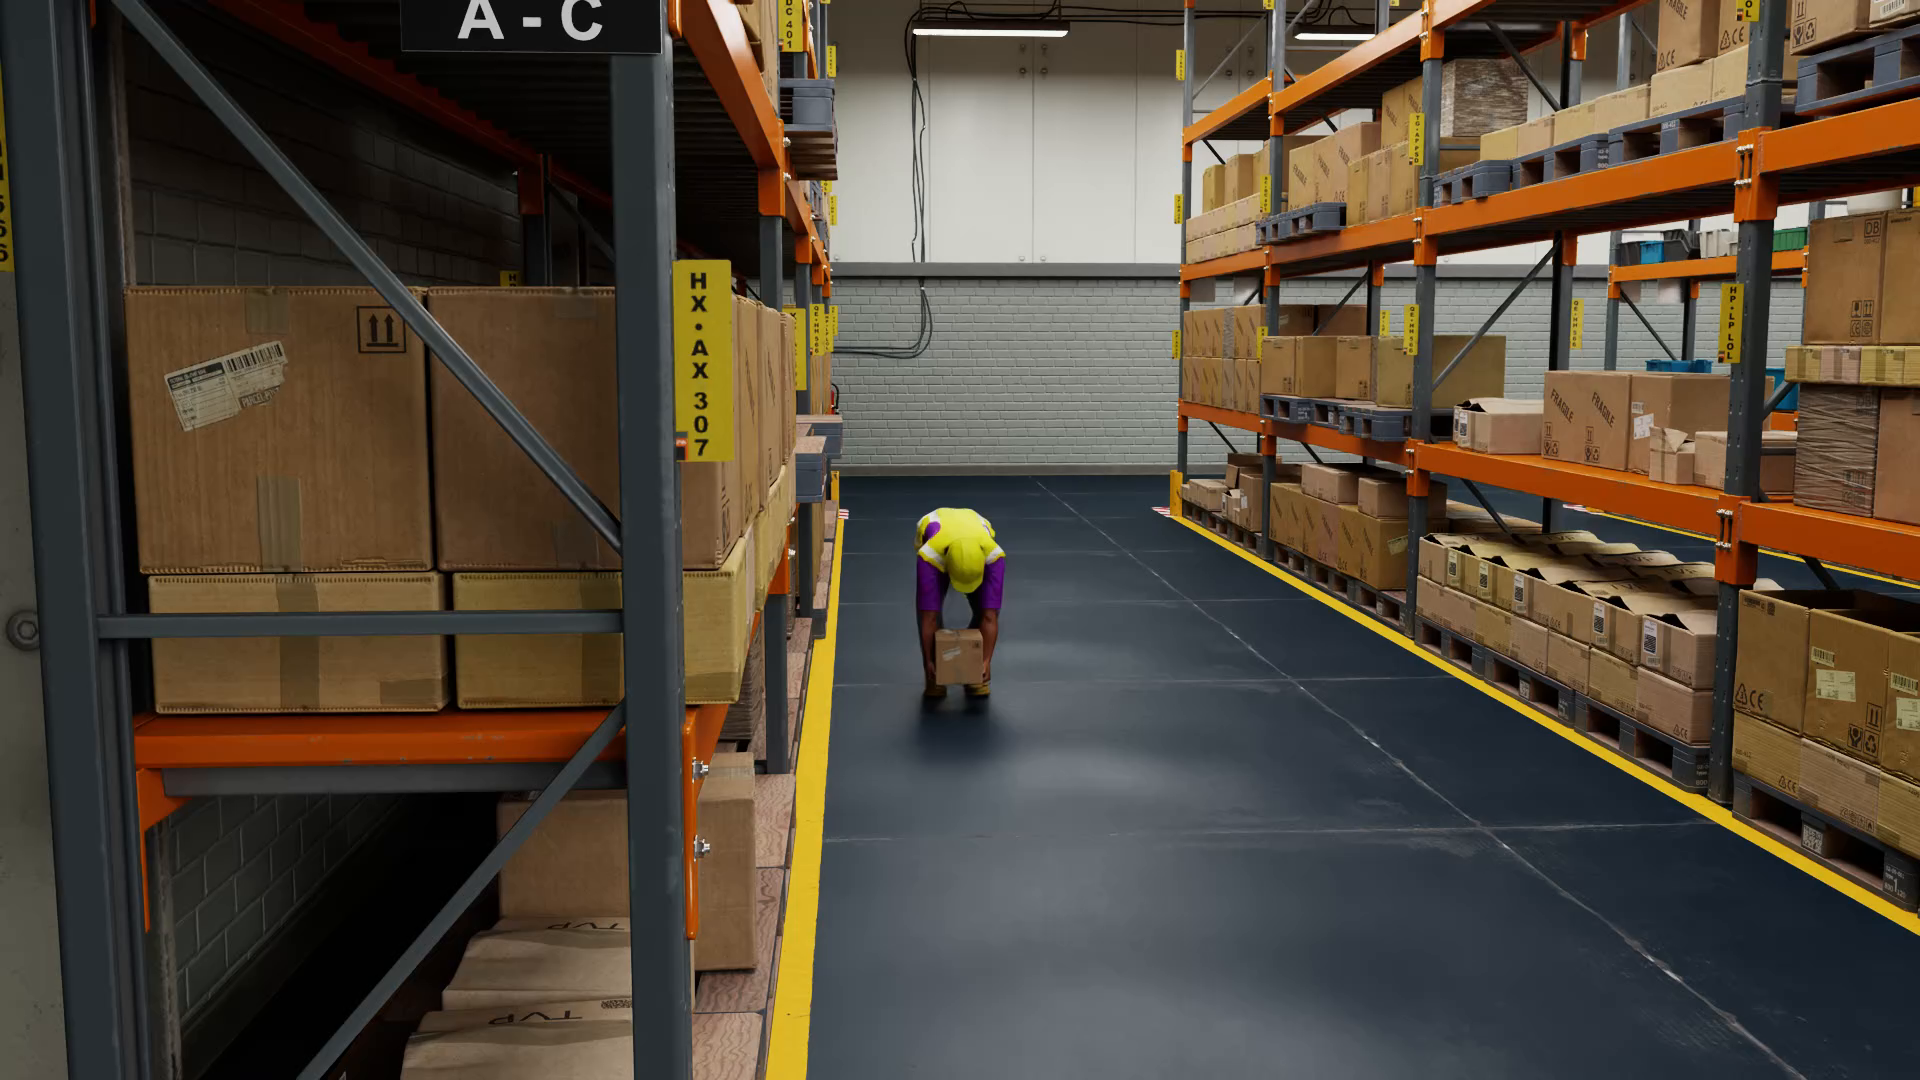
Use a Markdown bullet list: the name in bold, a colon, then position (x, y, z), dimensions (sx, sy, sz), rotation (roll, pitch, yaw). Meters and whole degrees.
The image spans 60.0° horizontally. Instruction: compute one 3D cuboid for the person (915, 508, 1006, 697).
- **person**: position (-0.003, 0.365, 9.119), dimensions (0.485, 1.042, 0.980), rotation (-1, 7, -6)
